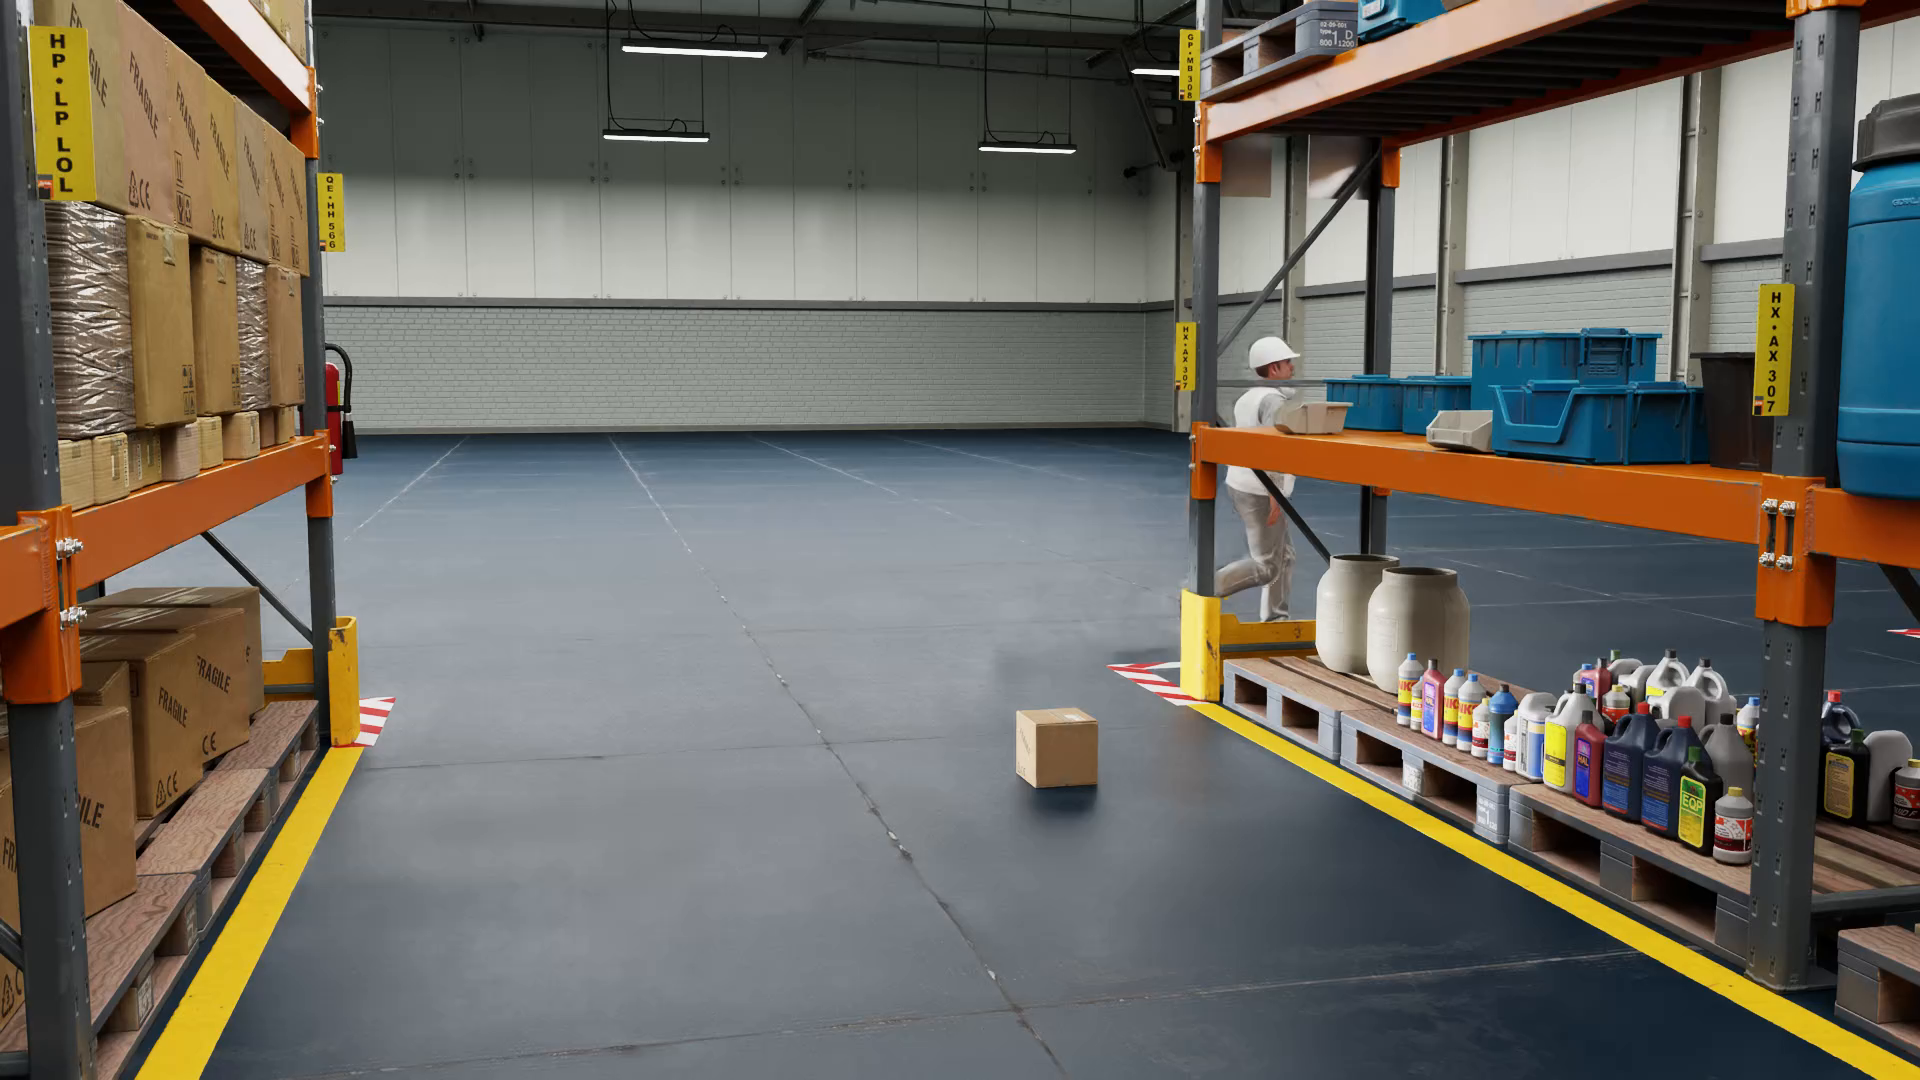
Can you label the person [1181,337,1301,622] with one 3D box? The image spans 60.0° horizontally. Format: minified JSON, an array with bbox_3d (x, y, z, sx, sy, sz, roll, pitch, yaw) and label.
[{"bbox_3d":[1.658,-0.275,9.419,0.830,1.737,0.605,-1,6,-8],"label":"person"}]
